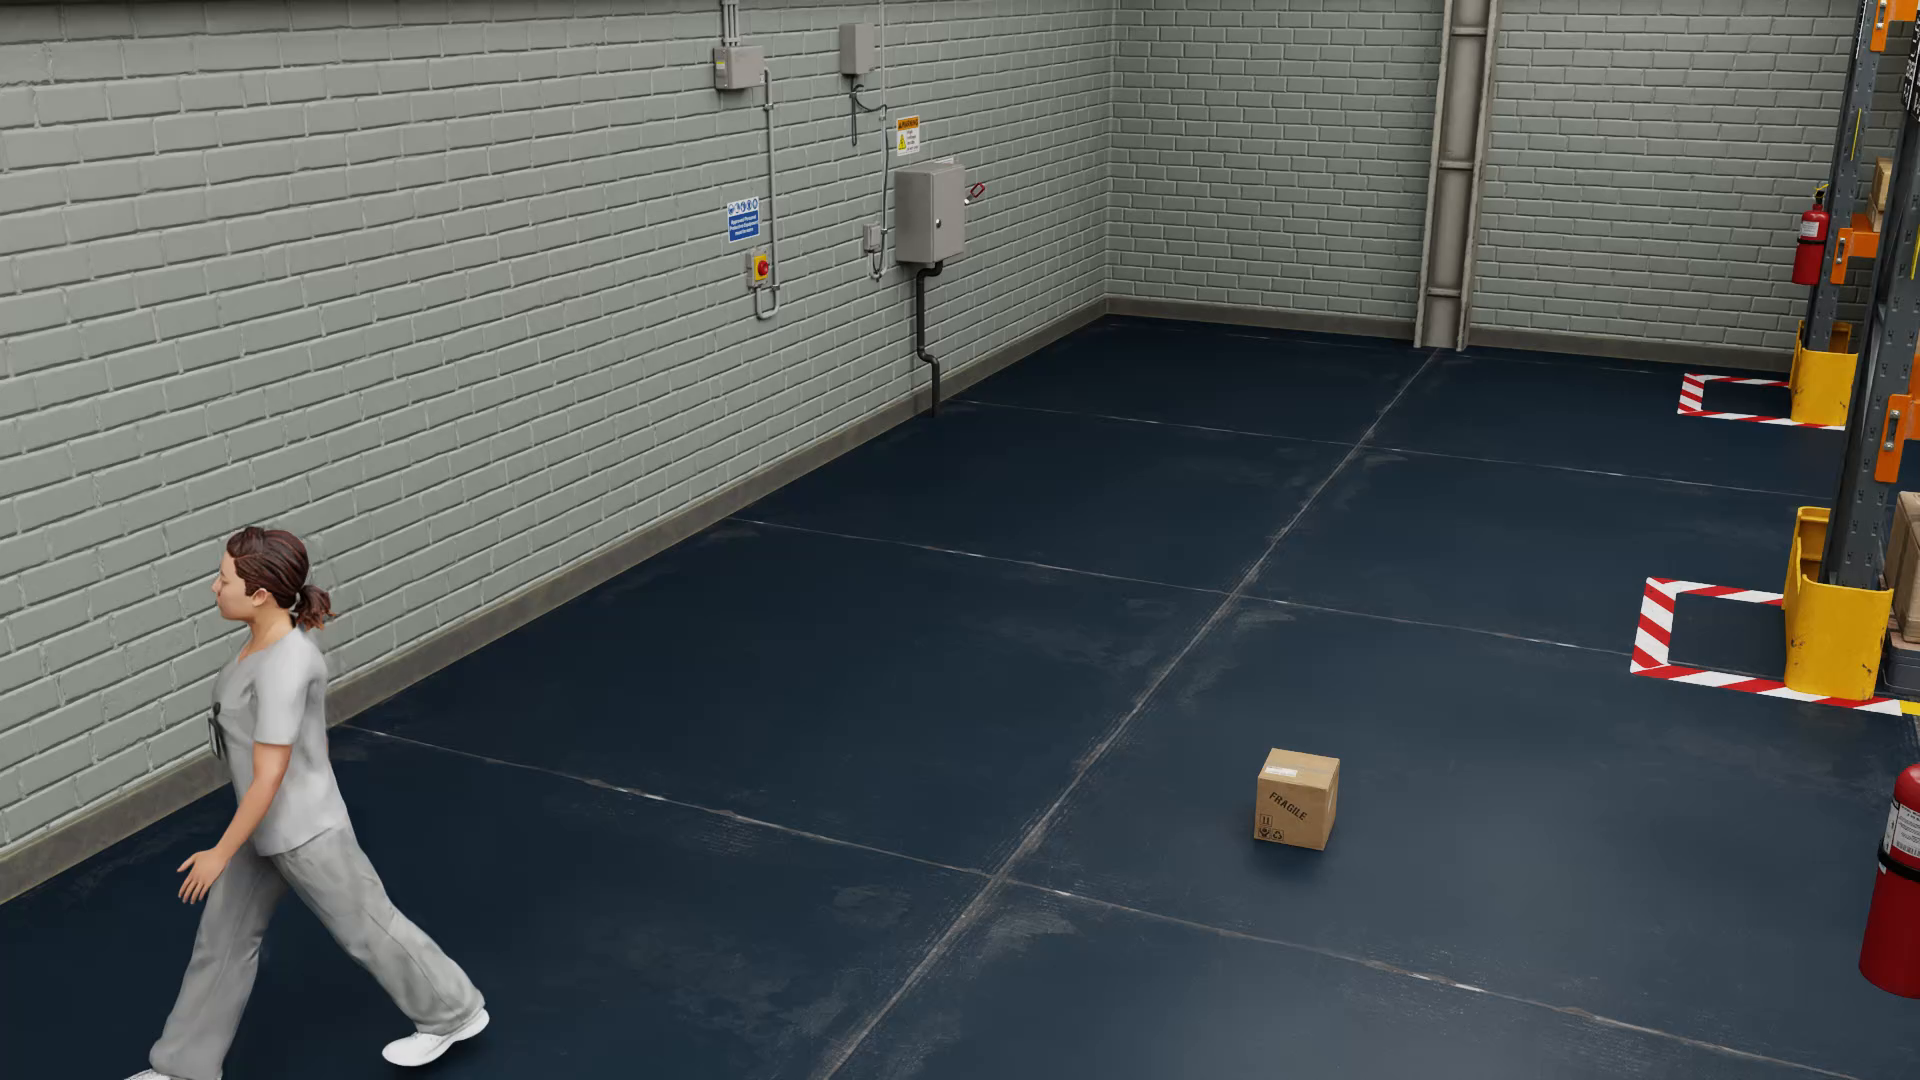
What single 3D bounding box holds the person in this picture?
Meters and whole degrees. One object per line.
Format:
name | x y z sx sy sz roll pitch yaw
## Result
person | -1.826 0.751 4.374 1.020 1.613 0.458 -11 22 -28
